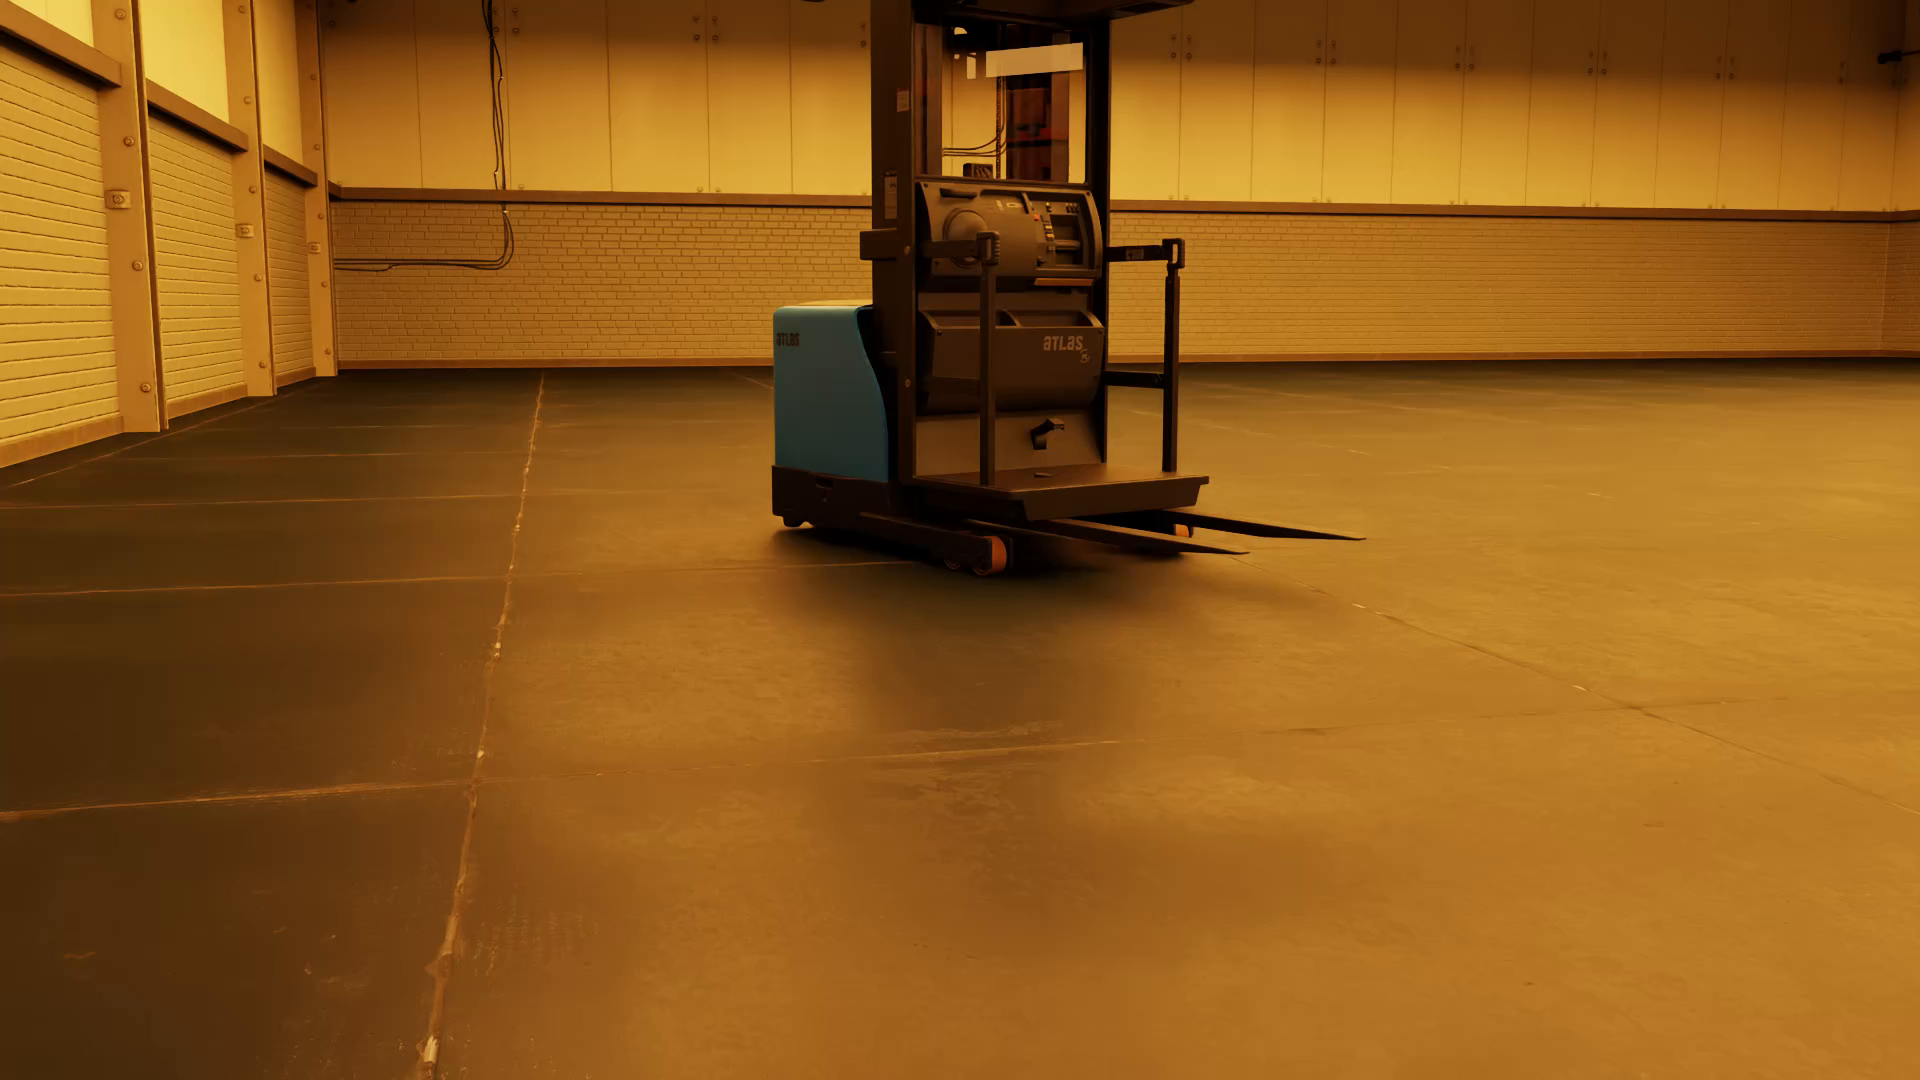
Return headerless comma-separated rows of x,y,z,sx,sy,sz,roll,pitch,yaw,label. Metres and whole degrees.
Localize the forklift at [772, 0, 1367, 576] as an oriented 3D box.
0.355,-1.383,7.015,1.130,2.935,3.031,-6,10,-35,forklift
